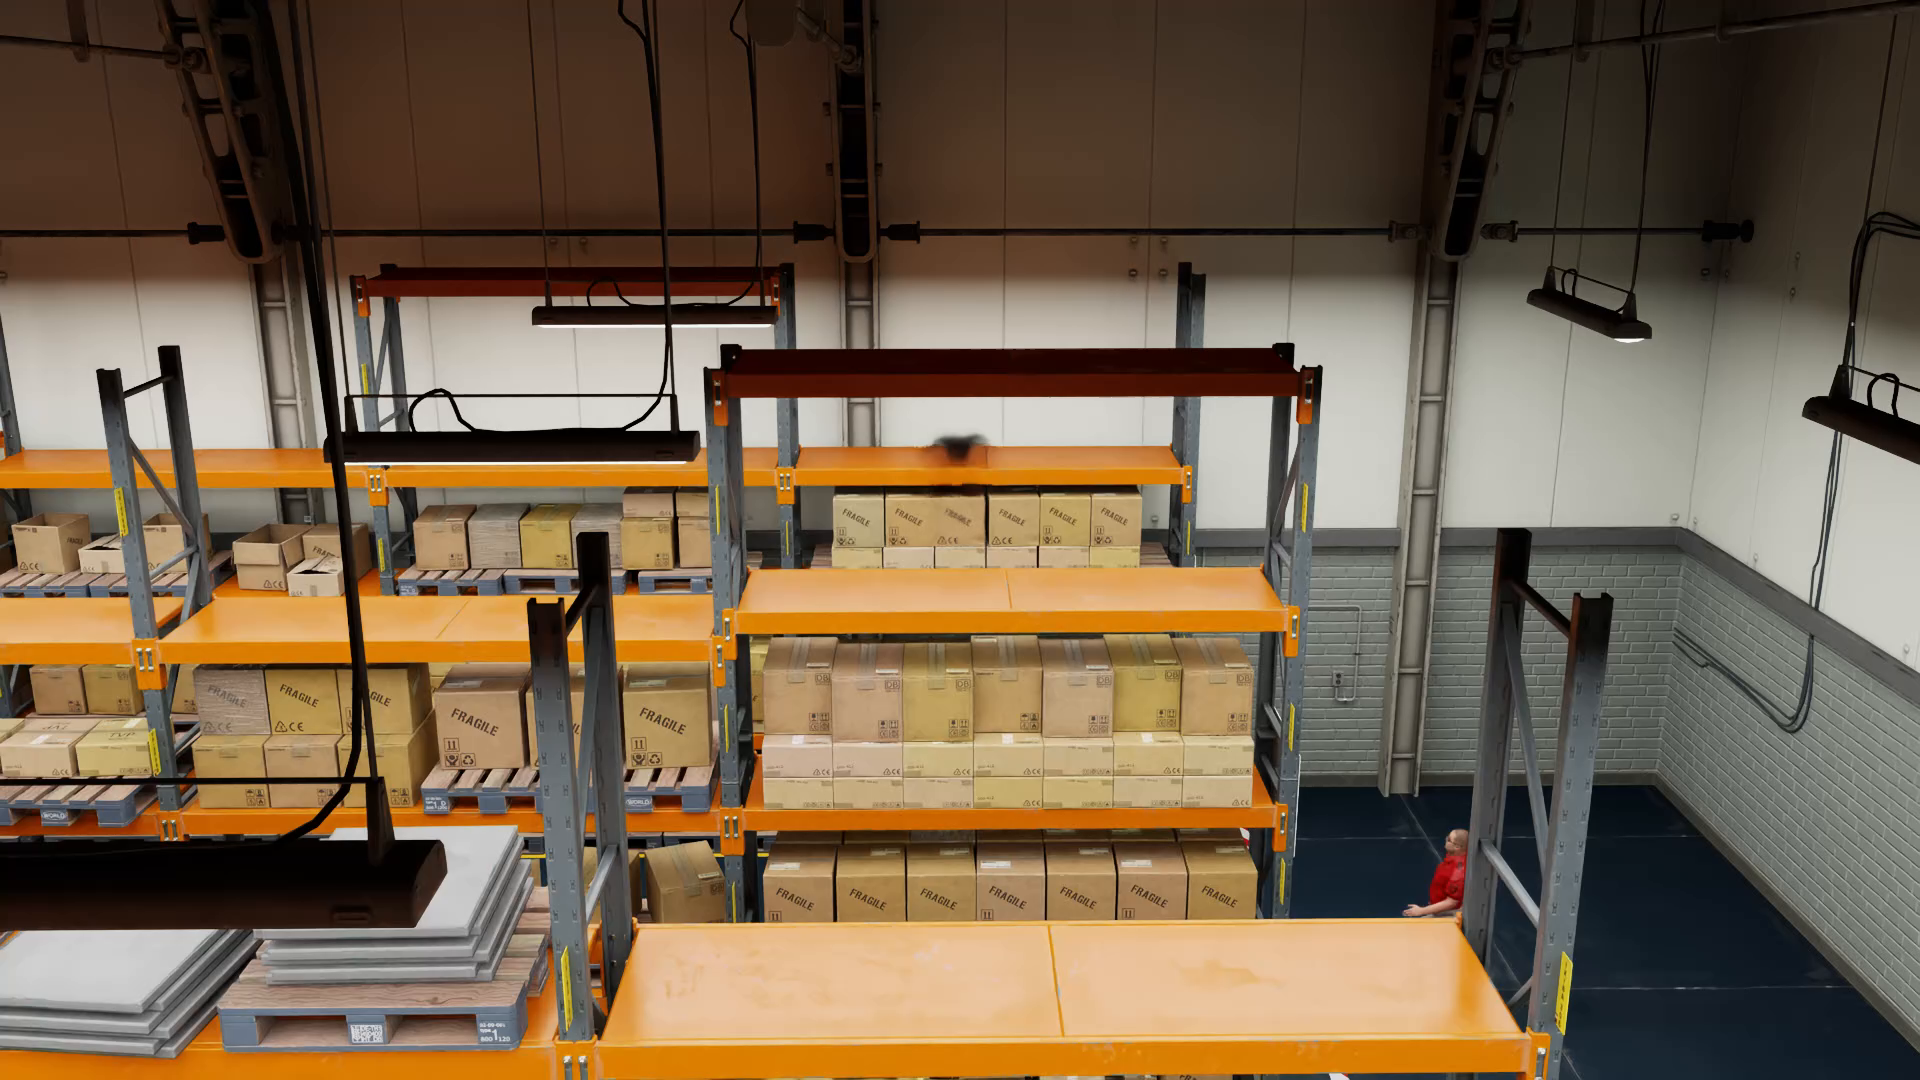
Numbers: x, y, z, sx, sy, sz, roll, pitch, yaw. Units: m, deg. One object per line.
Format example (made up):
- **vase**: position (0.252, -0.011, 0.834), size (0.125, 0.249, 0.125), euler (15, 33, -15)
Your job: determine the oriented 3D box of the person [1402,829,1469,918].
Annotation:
- **person**: position (4.178, 3.278, 14.365), size (0.955, 1.730, 0.574), euler (0, 16, 1)
